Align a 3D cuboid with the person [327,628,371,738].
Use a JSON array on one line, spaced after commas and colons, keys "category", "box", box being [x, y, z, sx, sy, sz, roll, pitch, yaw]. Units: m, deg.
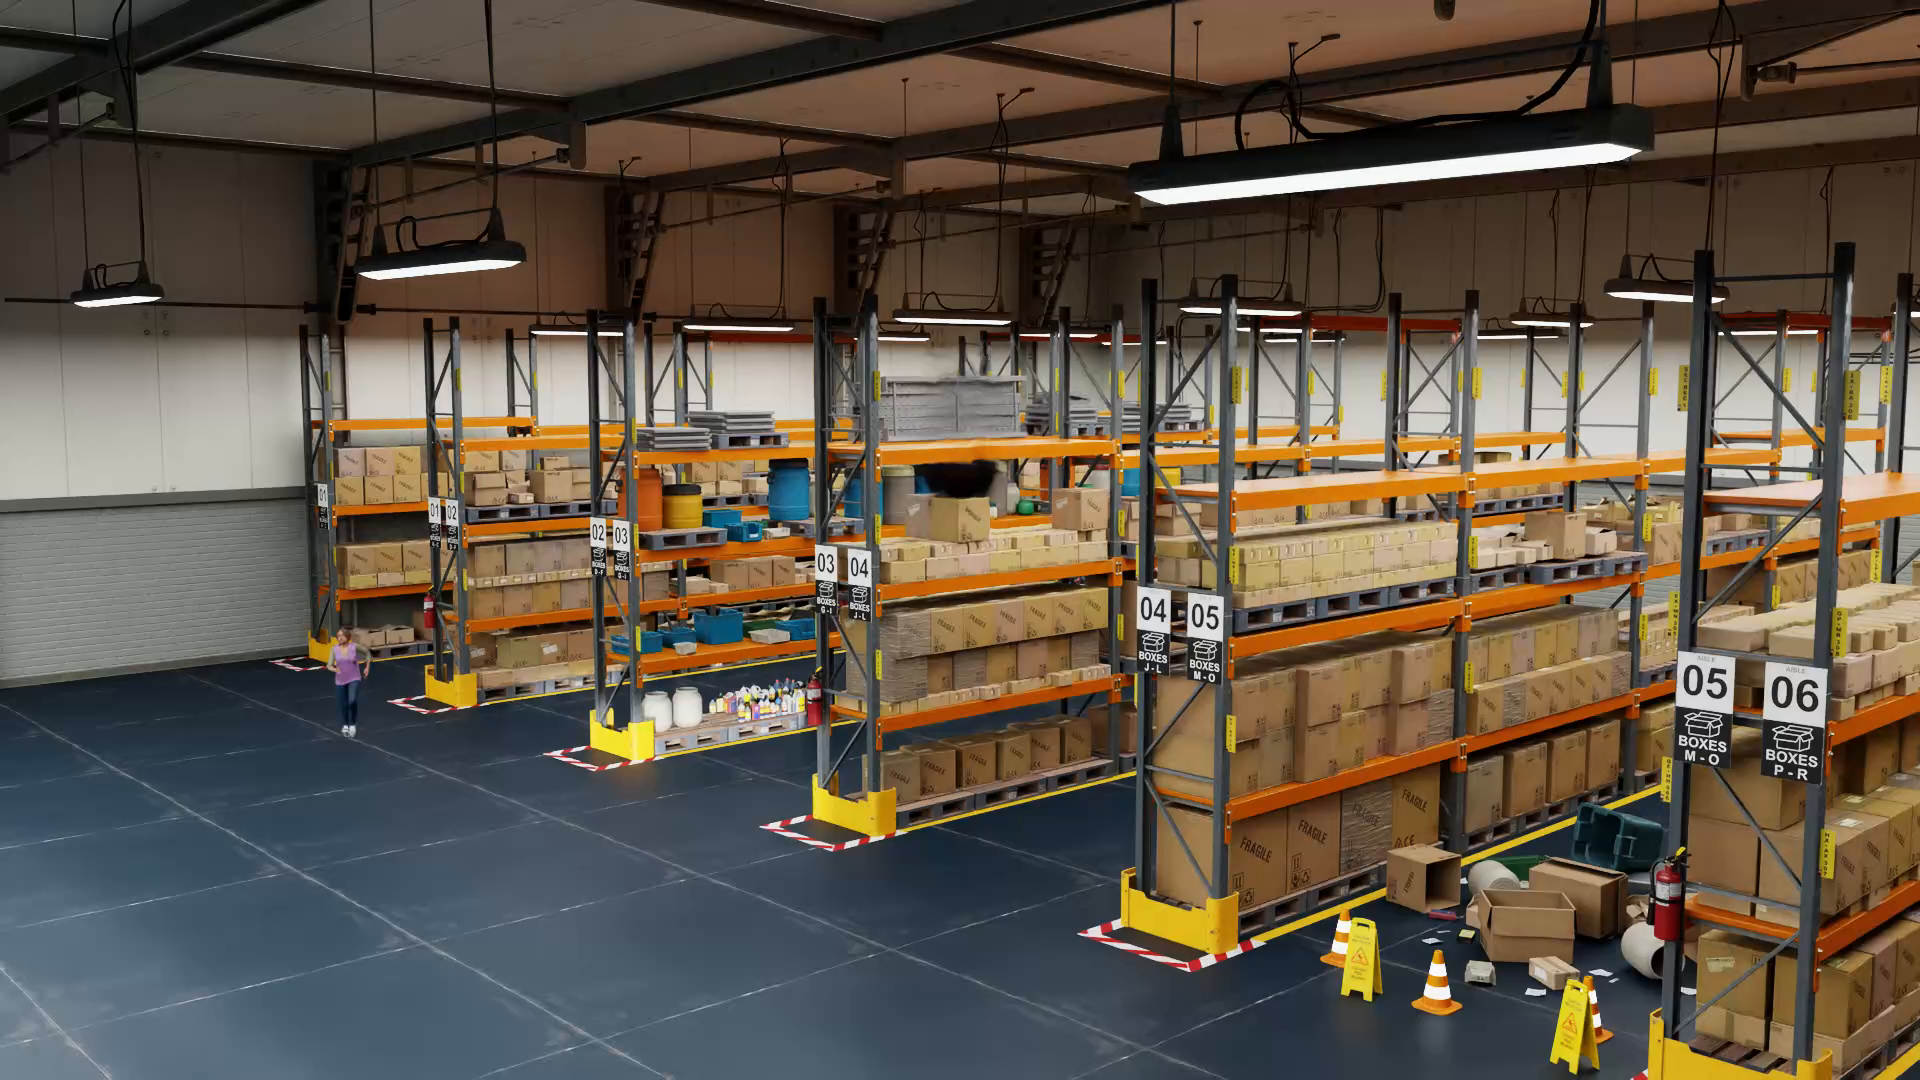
[{"category": "person", "box": [-8.598, 2.002, 23.396, 0.550, 1.559, 0.795, -1, 6, -10]}]
